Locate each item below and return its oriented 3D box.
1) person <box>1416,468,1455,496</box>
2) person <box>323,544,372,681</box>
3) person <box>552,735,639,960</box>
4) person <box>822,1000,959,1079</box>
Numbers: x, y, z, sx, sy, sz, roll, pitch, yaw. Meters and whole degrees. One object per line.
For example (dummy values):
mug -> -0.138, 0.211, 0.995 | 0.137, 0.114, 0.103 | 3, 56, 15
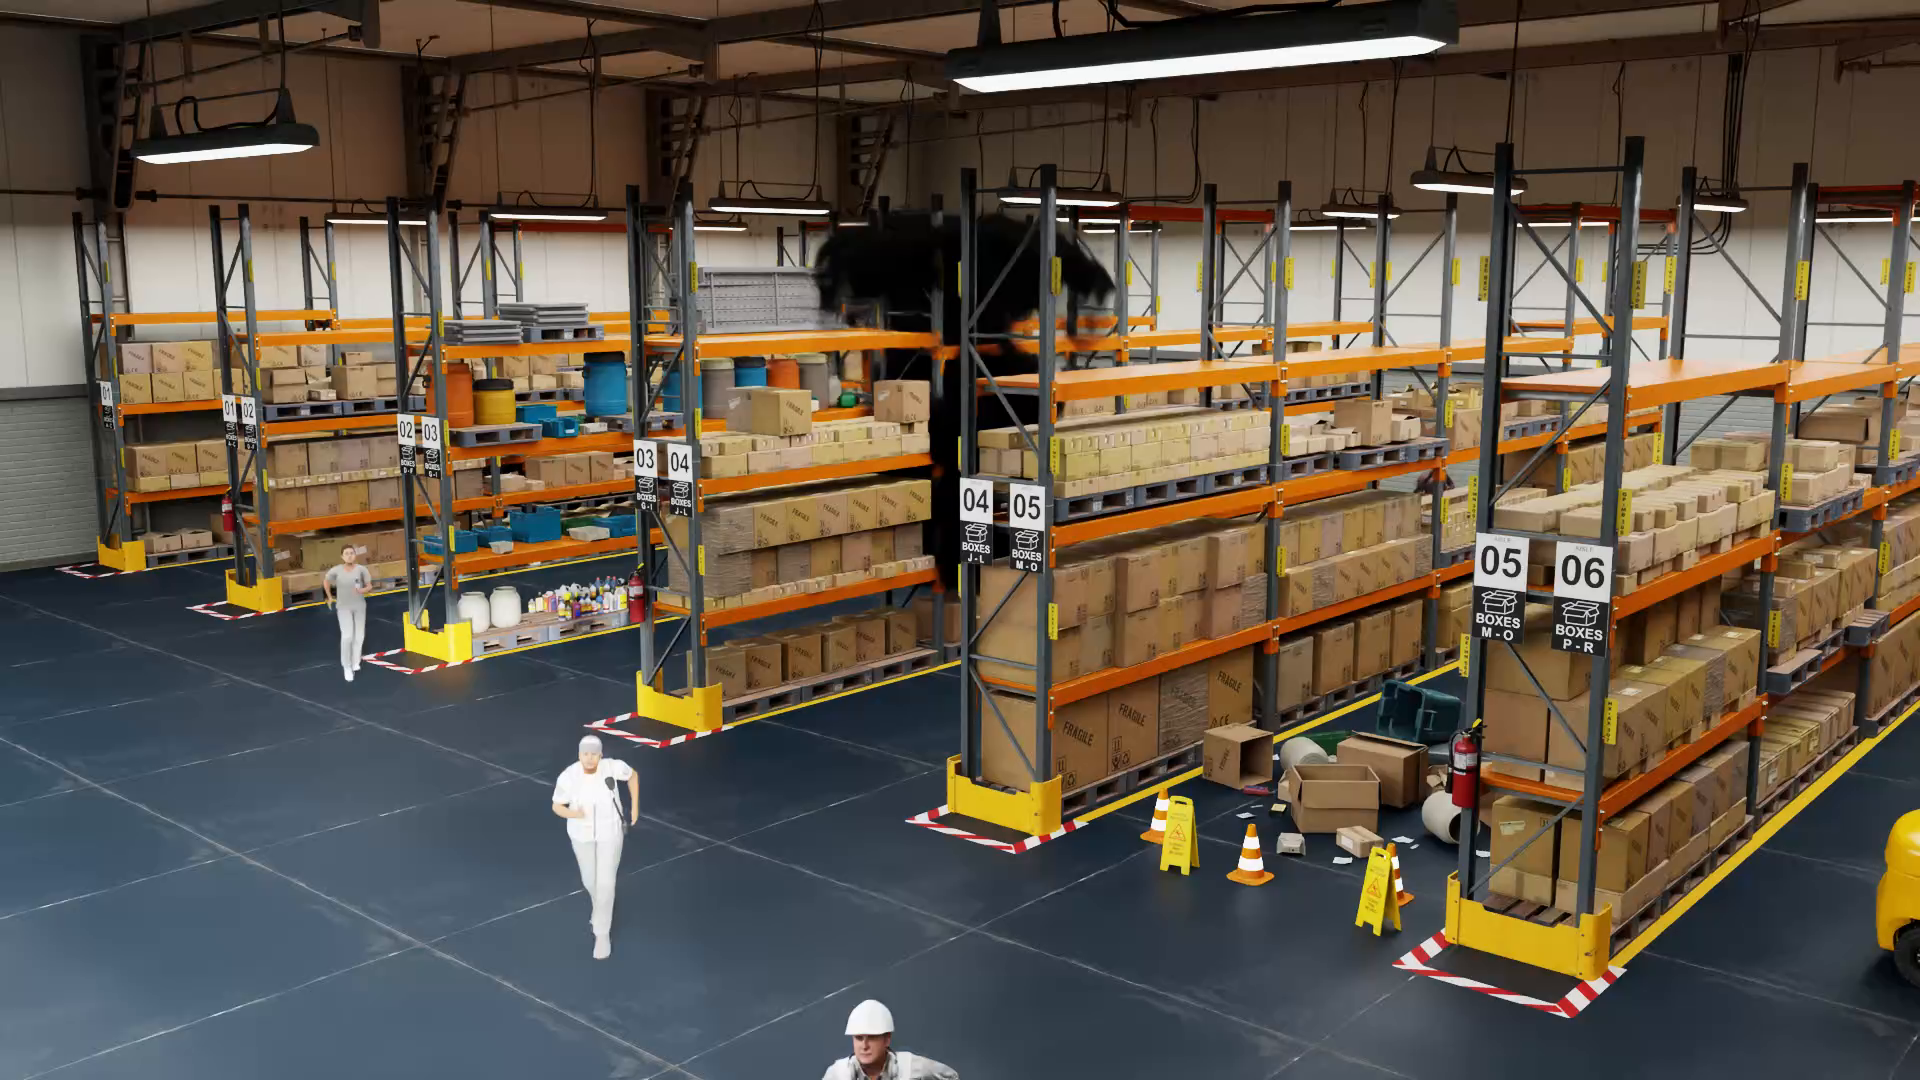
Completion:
person -> 8.389, -0.522, 29.385 | 0.712, 1.668, 0.855 | 1, 10, 7
person -> -7.629, 0.896, 20.815 | 0.536, 1.703, 0.717 | -5, 11, -29
person -> -2.771, 2.277, 12.700 | 0.626, 1.707, 0.832 | -1, 10, -7
person -> -0.362, 3.009, 7.877 | 0.664, 1.753, 0.853 | 1, 10, 7
